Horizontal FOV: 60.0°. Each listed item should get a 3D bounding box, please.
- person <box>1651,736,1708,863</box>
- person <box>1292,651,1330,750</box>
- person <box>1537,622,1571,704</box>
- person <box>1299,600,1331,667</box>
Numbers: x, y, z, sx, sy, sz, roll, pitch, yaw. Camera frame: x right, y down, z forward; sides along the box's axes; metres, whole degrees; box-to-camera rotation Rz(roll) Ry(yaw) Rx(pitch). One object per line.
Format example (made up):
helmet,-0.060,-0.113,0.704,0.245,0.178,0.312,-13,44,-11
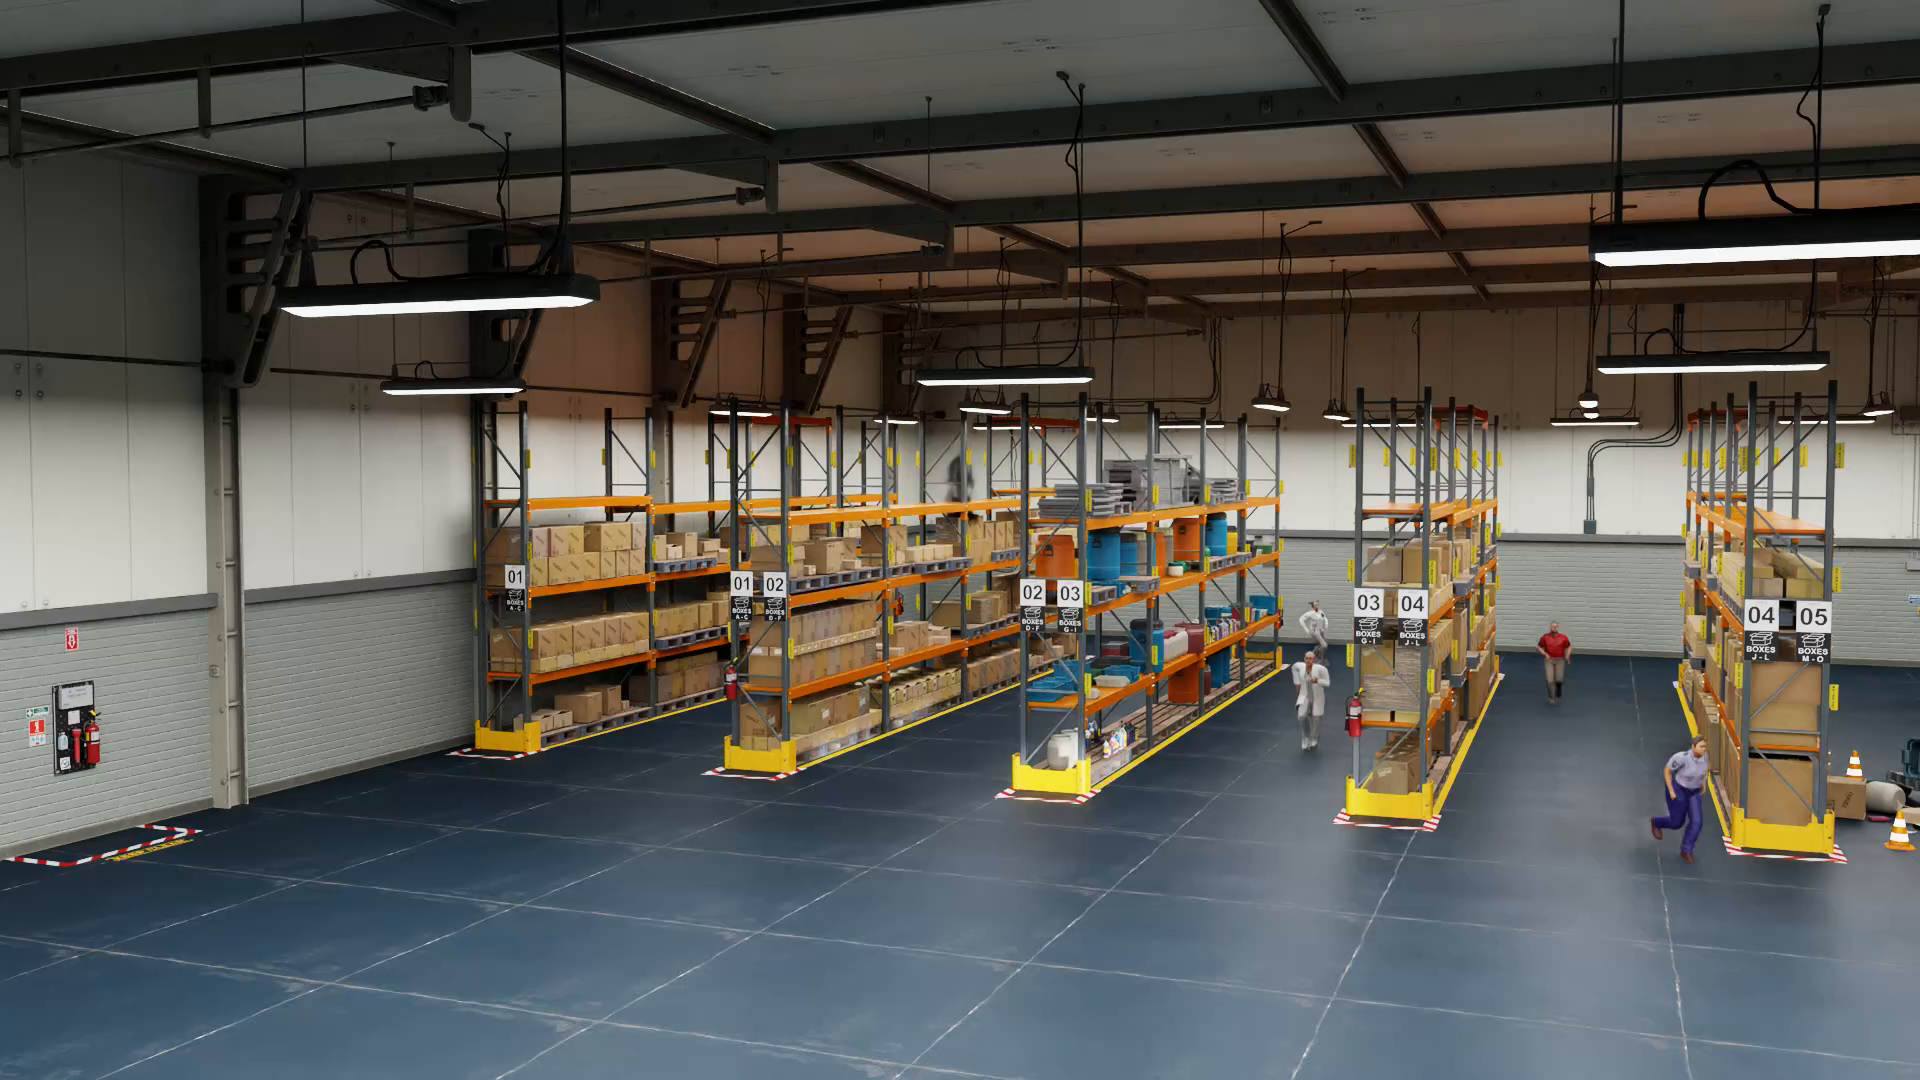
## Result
person,9.082,3.220,20.973,0.607,1.605,0.849,-1,3,-21
person,5.995,2.739,28.461,0.690,1.707,0.962,1,3,19
person,12.155,2.516,34.010,0.664,1.685,0.599,1,3,17
person,8.603,2.261,40.205,0.738,1.639,0.720,-2,3,-33
